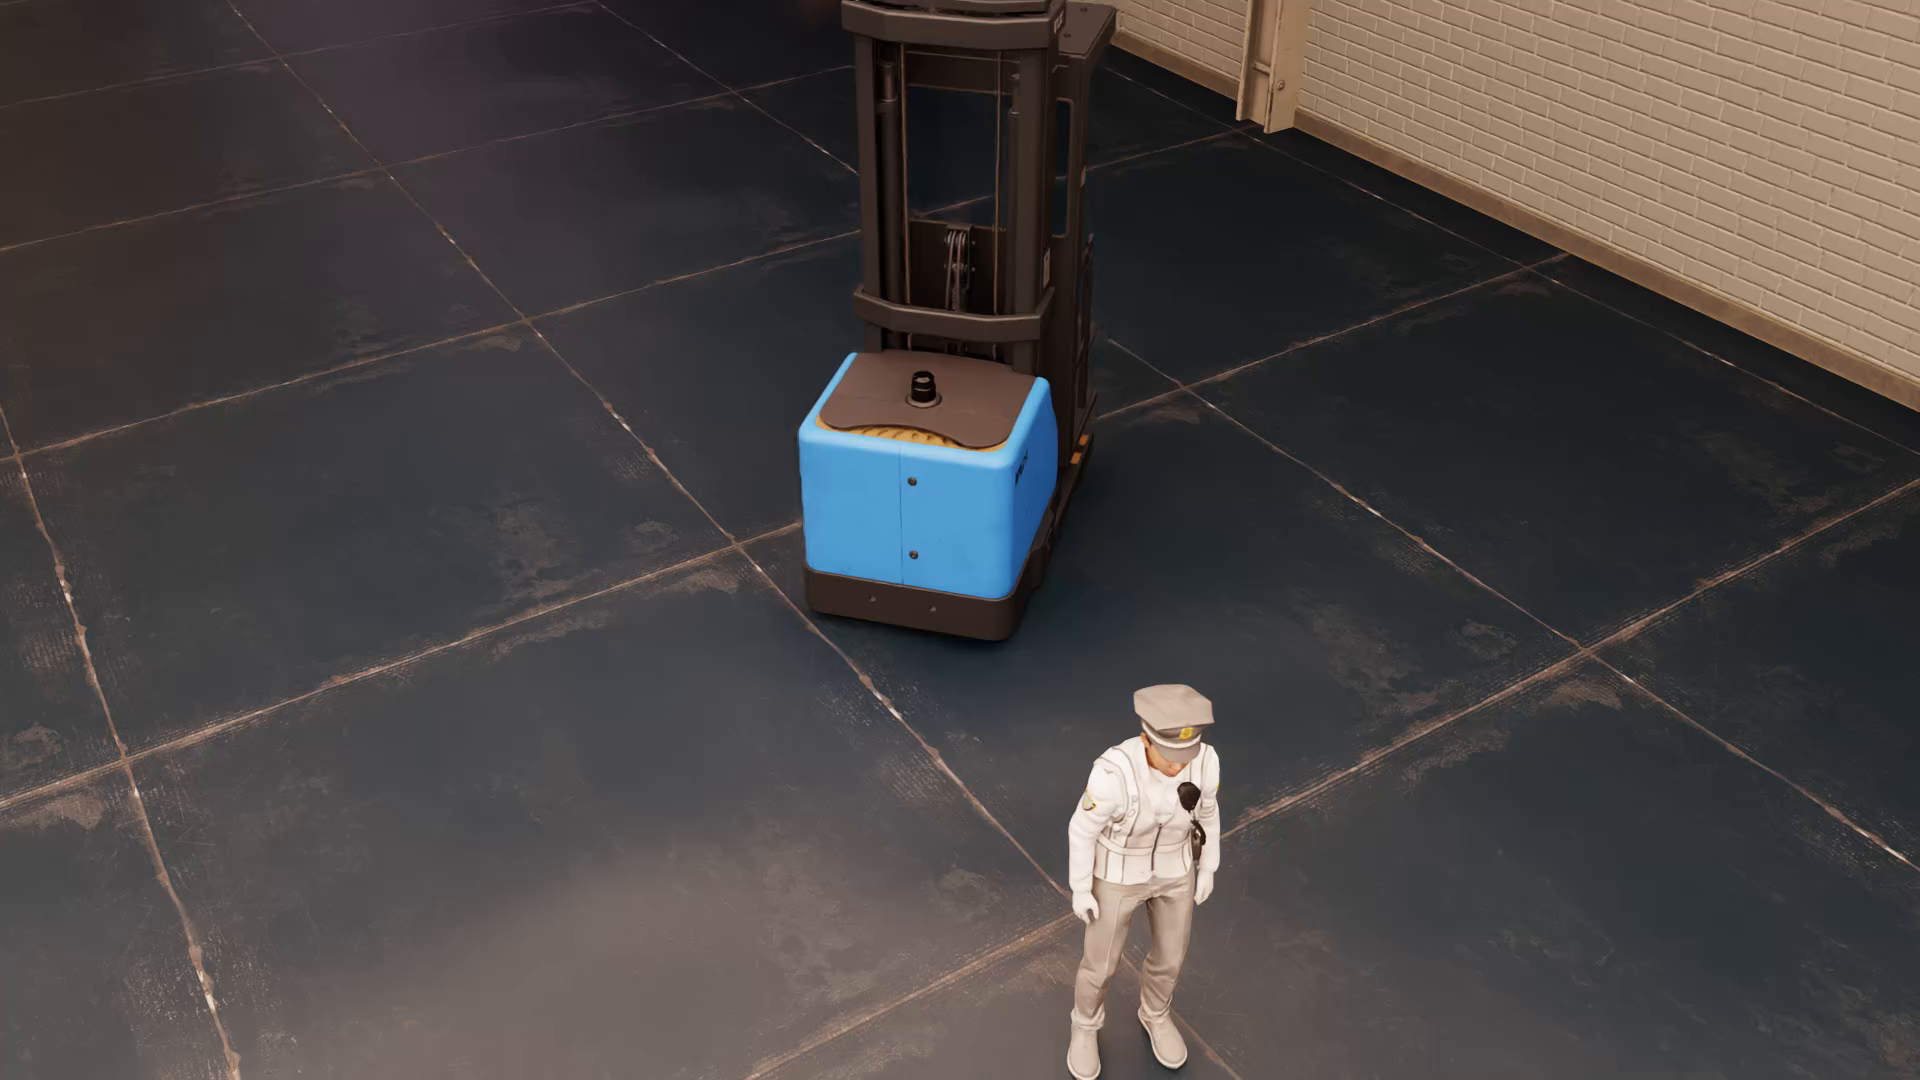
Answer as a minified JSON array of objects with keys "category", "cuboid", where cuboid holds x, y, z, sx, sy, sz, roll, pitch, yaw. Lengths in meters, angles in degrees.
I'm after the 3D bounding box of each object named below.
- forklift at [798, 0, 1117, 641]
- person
[{"category":"forklift","cuboid":[0.121,-1.567,8.377,1.130,2.935,3.031,9,36,12]},{"category":"person","cuboid":[0.626,1.145,5.625,0.528,1.662,0.375,-7,36,-9]}]
